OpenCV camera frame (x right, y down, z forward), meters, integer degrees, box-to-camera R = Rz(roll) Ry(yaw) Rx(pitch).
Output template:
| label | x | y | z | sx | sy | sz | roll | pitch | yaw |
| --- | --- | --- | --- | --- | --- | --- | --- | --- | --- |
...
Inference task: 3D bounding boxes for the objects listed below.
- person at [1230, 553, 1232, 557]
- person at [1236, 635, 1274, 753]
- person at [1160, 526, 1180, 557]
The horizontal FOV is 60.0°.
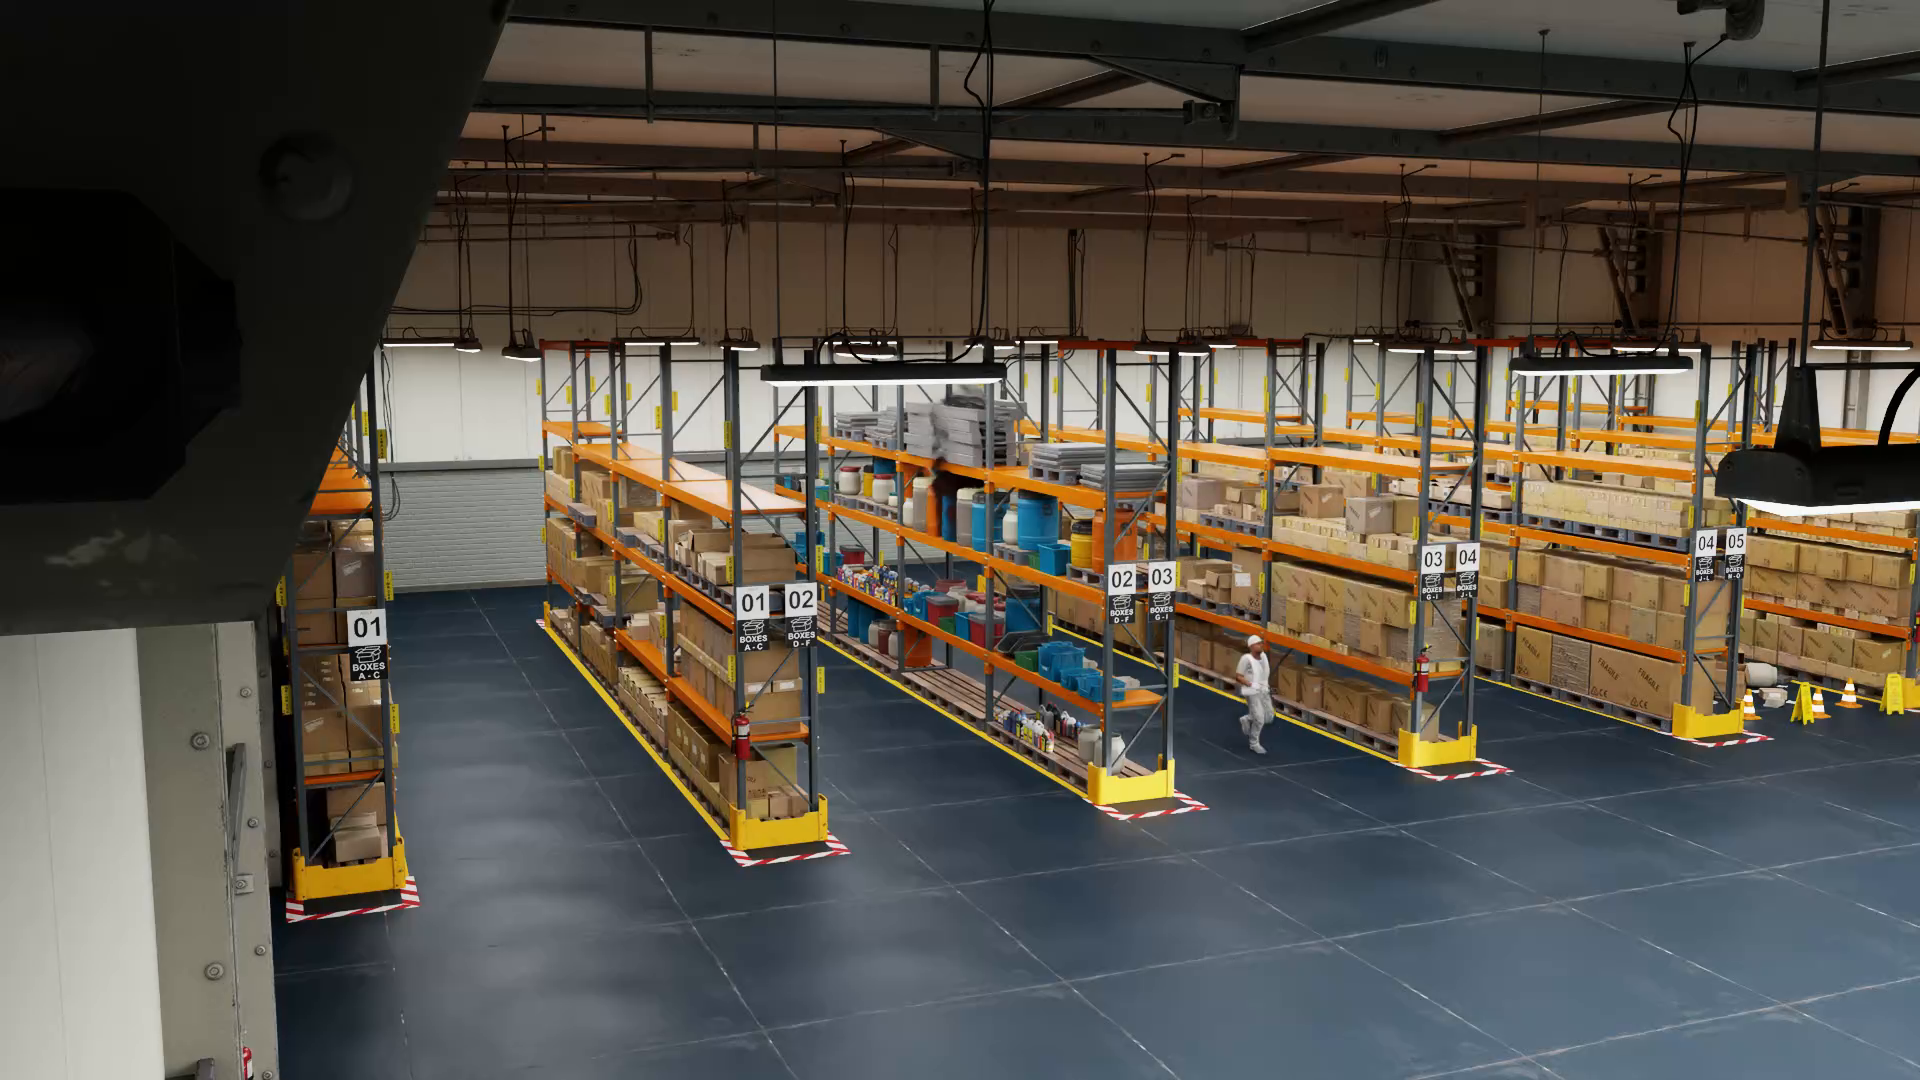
| label | x | y | z | sx | sy | sz | roll | pitch | yaw |
| --- | --- | --- | --- | --- | --- | --- | --- | --- | --- |
| person | 6.978 | 0.024 | 42.087 | 0.705 | 1.729 | 0.630 | -4 | 8 | -28 |
| person | 4.367 | 2.271 | 24.722 | 0.721 | 1.733 | 0.623 | -7 | 10 | -44 |
| person | 4.713 | 0.540 | 37.973 | 0.747 | 1.738 | 0.681 | -2 | 8 | -13 |
